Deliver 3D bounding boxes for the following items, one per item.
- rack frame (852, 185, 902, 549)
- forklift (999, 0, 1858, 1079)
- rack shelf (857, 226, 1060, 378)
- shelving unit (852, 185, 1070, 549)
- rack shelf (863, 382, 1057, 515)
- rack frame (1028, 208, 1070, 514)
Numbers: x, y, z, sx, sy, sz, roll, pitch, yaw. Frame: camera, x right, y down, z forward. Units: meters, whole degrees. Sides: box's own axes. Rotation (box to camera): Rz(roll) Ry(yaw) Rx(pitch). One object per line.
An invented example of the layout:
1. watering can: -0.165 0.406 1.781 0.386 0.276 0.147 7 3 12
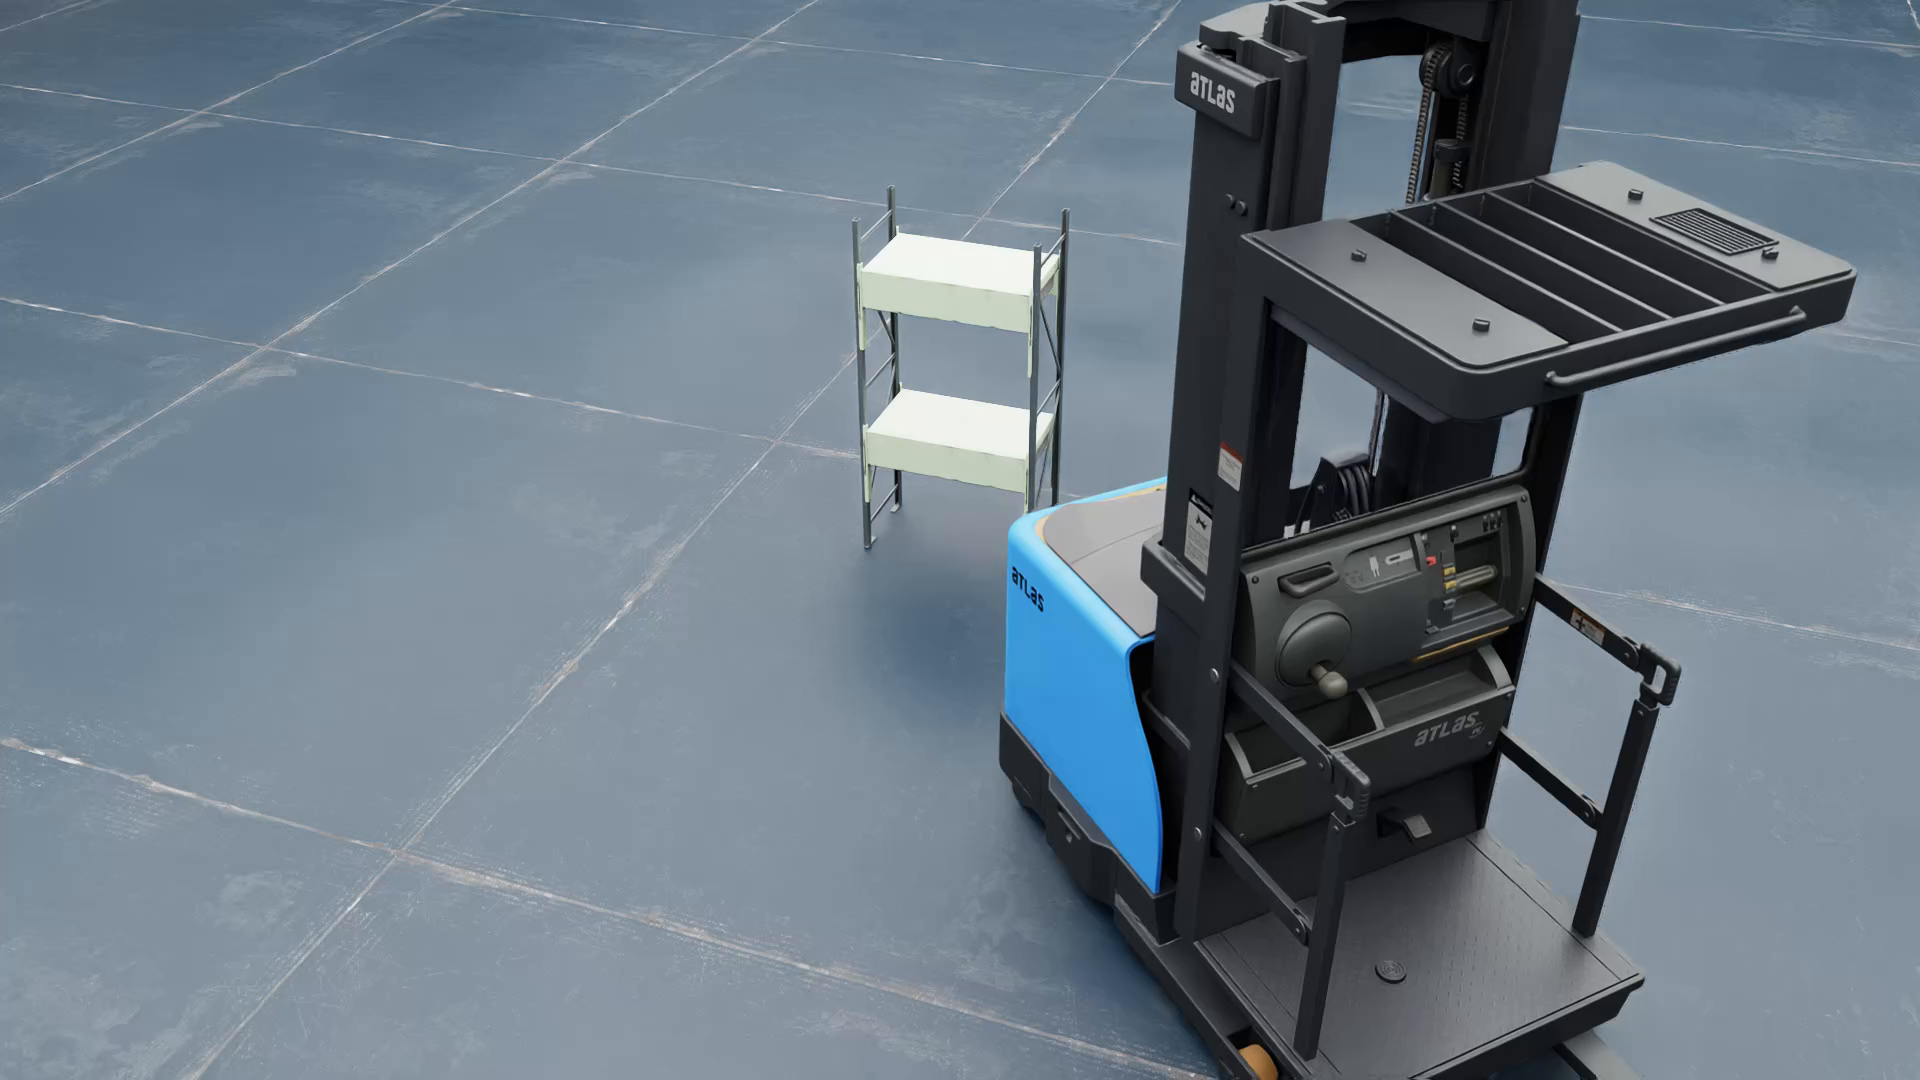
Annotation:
1. rack frame: -0.338 -0.696 6.945 0.023 1.500 0.400 11 34 16
2. forklift: 1.247 0.197 4.242 1.130 2.935 3.031 -15 36 -22
3. rack shelf: 0.006 -0.957 6.630 0.720 0.370 0.431 11 34 16
4. shelving unit: 0.006 -0.629 6.841 0.755 1.500 0.431 11 34 16
5. rack shelf: 0.006 -0.355 7.018 0.720 0.370 0.431 11 34 16
6. rack frame: 0.351 -0.562 6.738 0.023 1.500 0.400 11 34 16
